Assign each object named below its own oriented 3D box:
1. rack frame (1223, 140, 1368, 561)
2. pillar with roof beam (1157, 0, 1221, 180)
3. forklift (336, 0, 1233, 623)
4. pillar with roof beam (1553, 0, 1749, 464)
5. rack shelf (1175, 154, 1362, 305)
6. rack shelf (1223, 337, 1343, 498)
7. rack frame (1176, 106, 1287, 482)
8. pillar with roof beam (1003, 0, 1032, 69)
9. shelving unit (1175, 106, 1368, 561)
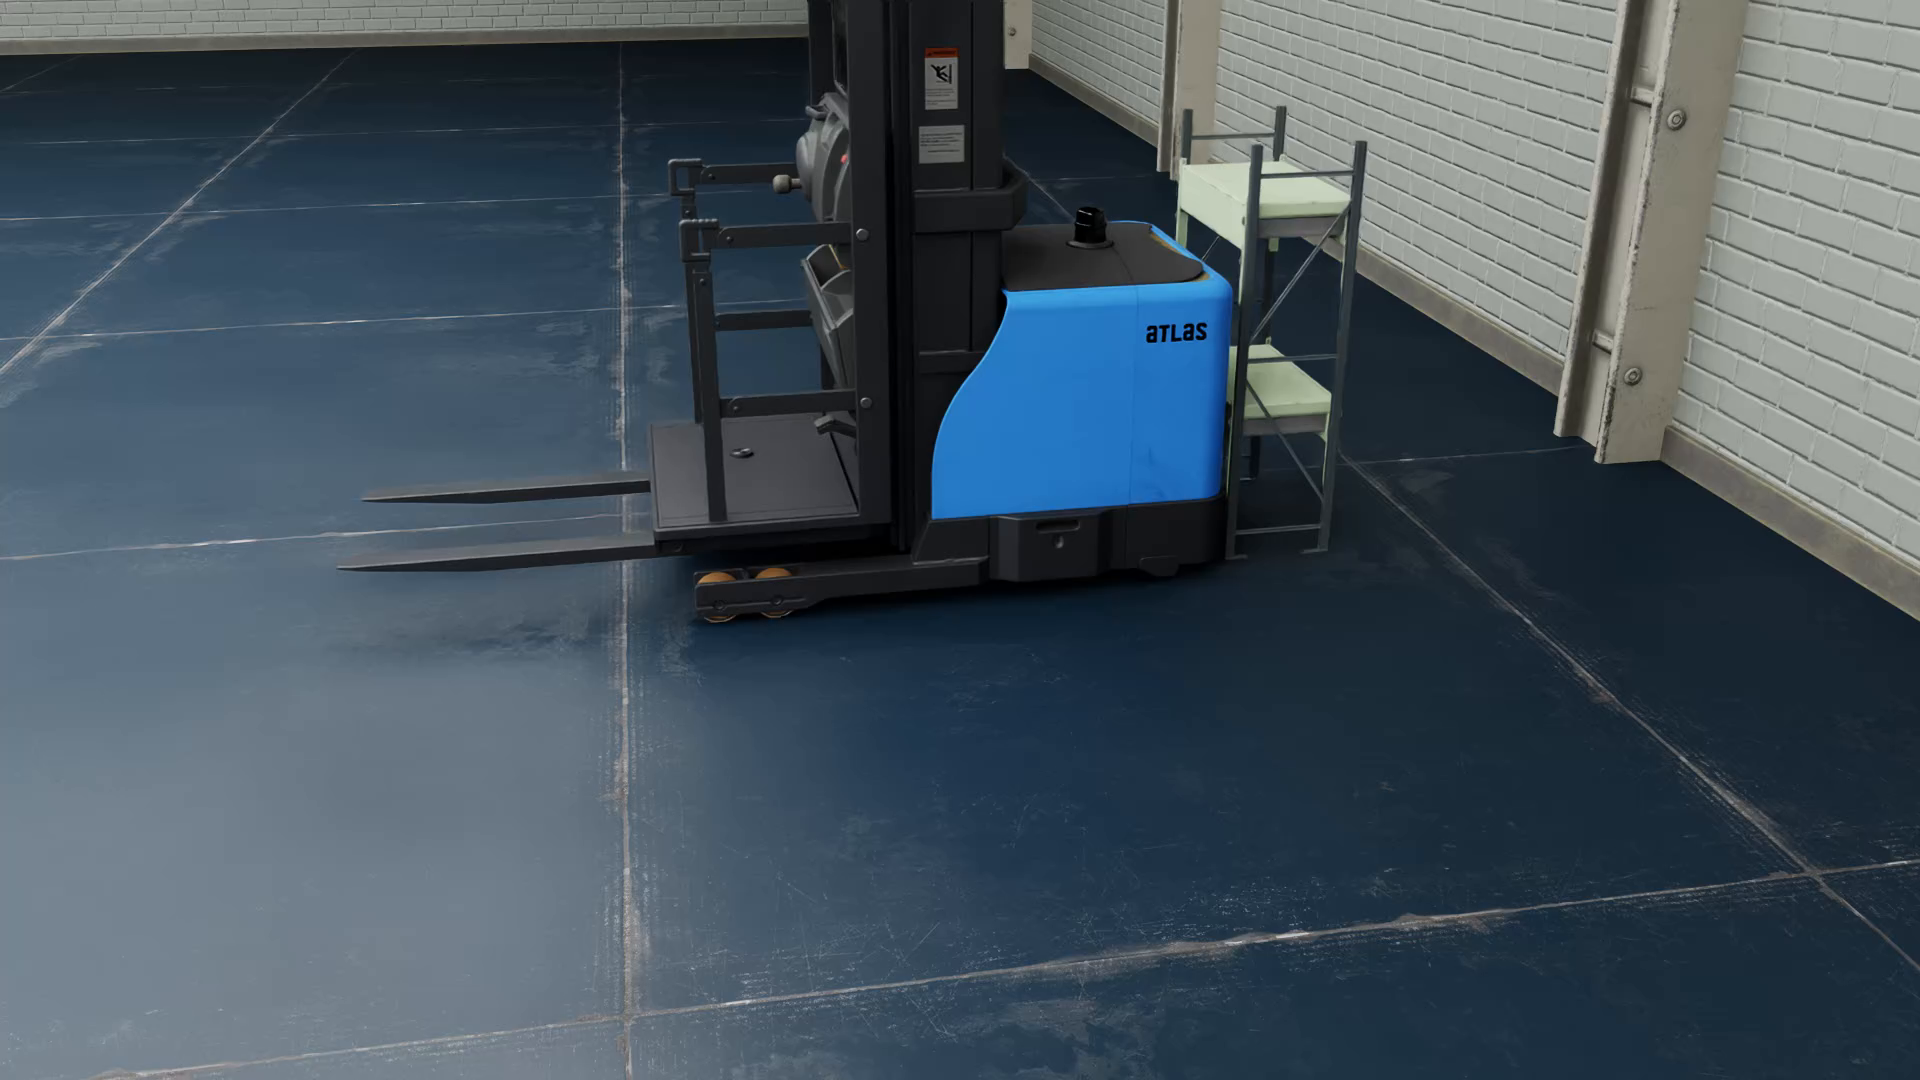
[{"bbox_3d":[1.162,-0.631,5.822,0.400,1.500,0.023,-4,24,-10],"label":"rack frame"},{"bbox_3d":[-2.537,-6.573,10.058,9.100,9.000,0.400,-4,24,-10],"label":"pillar with roof beam"},{"bbox_3d":[-0.635,-1.294,5.550,3.031,2.935,1.130,-4,24,-10],"label":"forklift"},{"bbox_3d":[-1.428,-4.213,4.654,9.100,9.000,0.400,-4,24,-10],"label":"pillar with roof beam"},{"bbox_3d":[1.092,-1.133,5.995,0.431,0.370,0.720,-4,24,-10],"label":"rack shelf"},{"bbox_3d":[1.092,-0.476,6.282,0.431,0.370,0.720,-4,24,-10],"label":"rack shelf"},{"bbox_3d":[1.022,-0.919,6.480,0.400,1.500,0.023,-4,24,-10],"label":"rack frame"},{"bbox_3d":[-3.647,-8.933,15.461,9.100,9.000,0.400,-4,24,-10],"label":"pillar with roof beam"},{"bbox_3d":[1.092,-0.775,6.151,0.431,1.500,0.755,-4,24,-10],"label":"shelving unit"}]
